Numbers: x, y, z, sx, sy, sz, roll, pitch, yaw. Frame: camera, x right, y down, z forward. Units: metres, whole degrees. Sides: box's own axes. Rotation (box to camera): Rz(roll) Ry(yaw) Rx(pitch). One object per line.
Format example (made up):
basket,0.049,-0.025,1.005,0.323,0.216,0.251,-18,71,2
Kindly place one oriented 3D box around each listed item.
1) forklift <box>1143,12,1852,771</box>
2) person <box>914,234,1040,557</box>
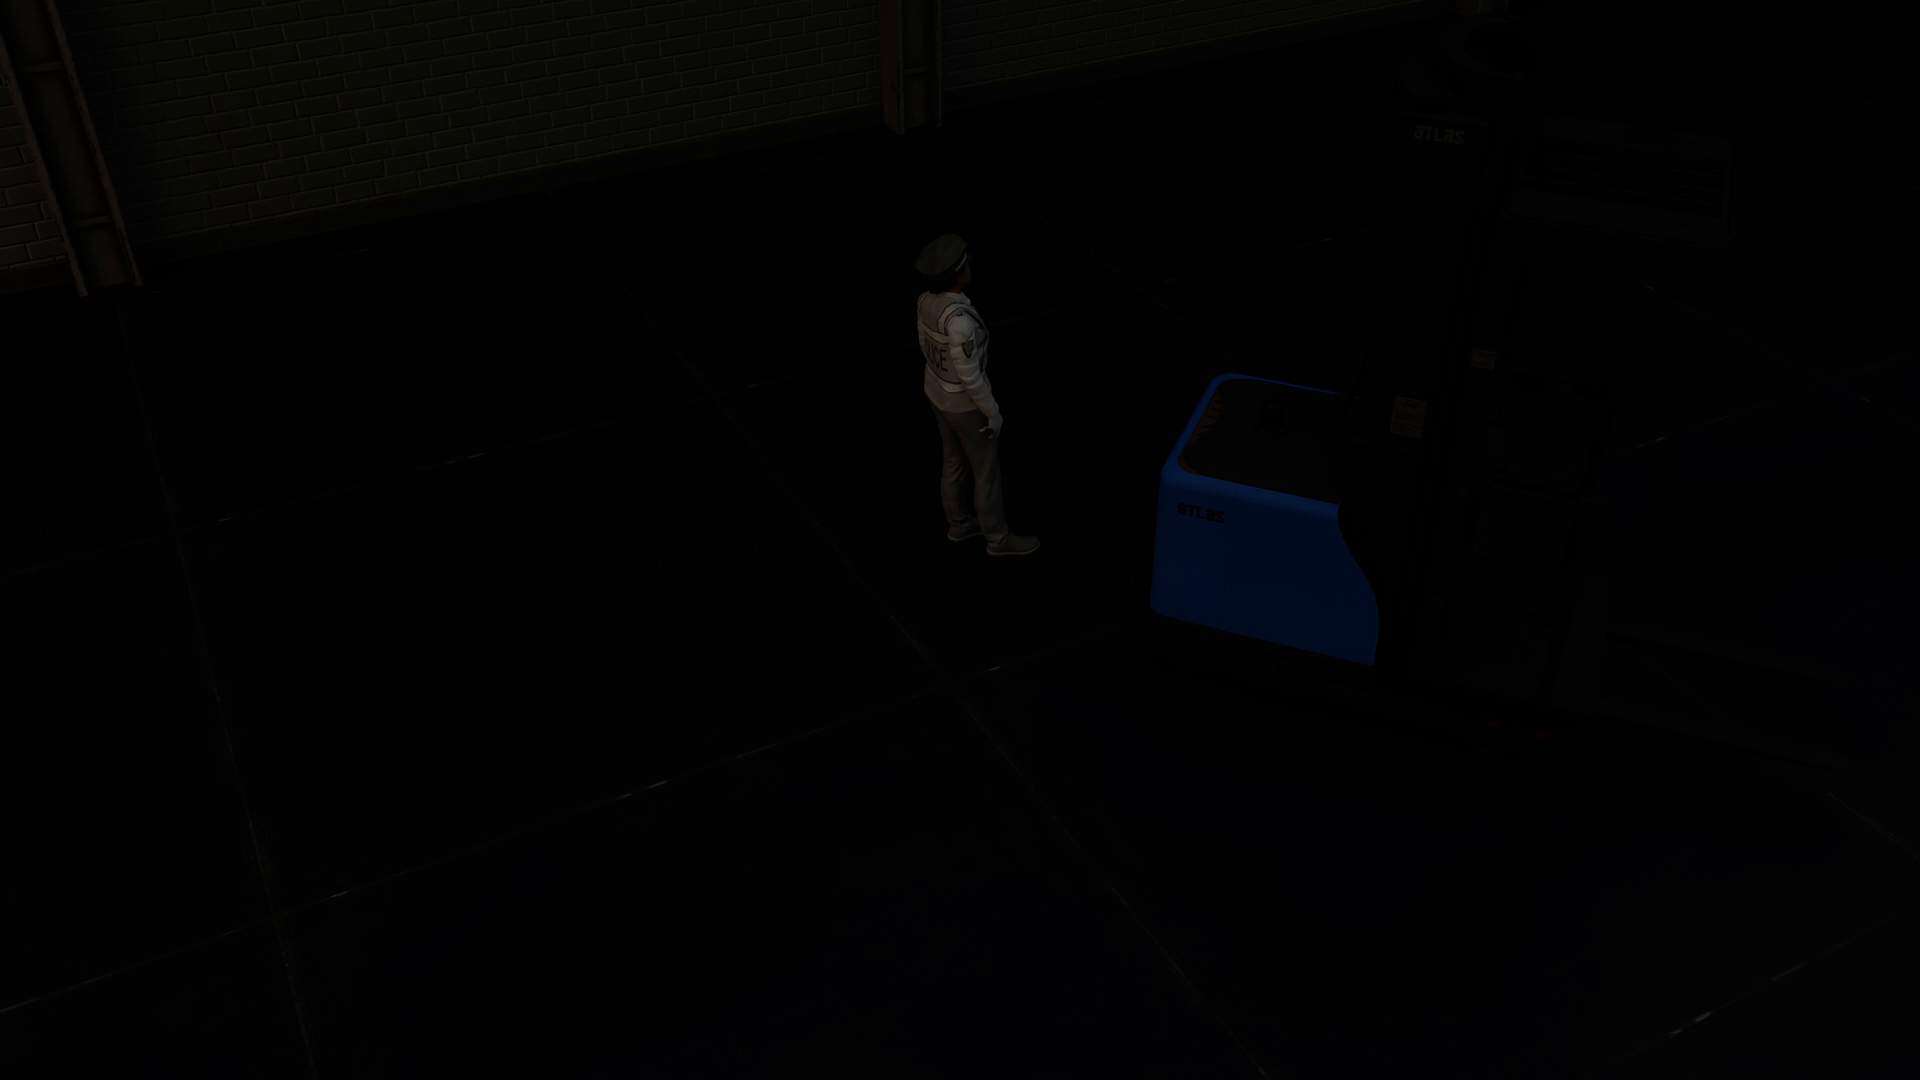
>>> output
forklift,2.432,-0.561,6.917,3.031,2.935,1.130,13,37,18
person,0.064,-0.713,8.190,0.531,1.694,0.586,-17,39,-23
